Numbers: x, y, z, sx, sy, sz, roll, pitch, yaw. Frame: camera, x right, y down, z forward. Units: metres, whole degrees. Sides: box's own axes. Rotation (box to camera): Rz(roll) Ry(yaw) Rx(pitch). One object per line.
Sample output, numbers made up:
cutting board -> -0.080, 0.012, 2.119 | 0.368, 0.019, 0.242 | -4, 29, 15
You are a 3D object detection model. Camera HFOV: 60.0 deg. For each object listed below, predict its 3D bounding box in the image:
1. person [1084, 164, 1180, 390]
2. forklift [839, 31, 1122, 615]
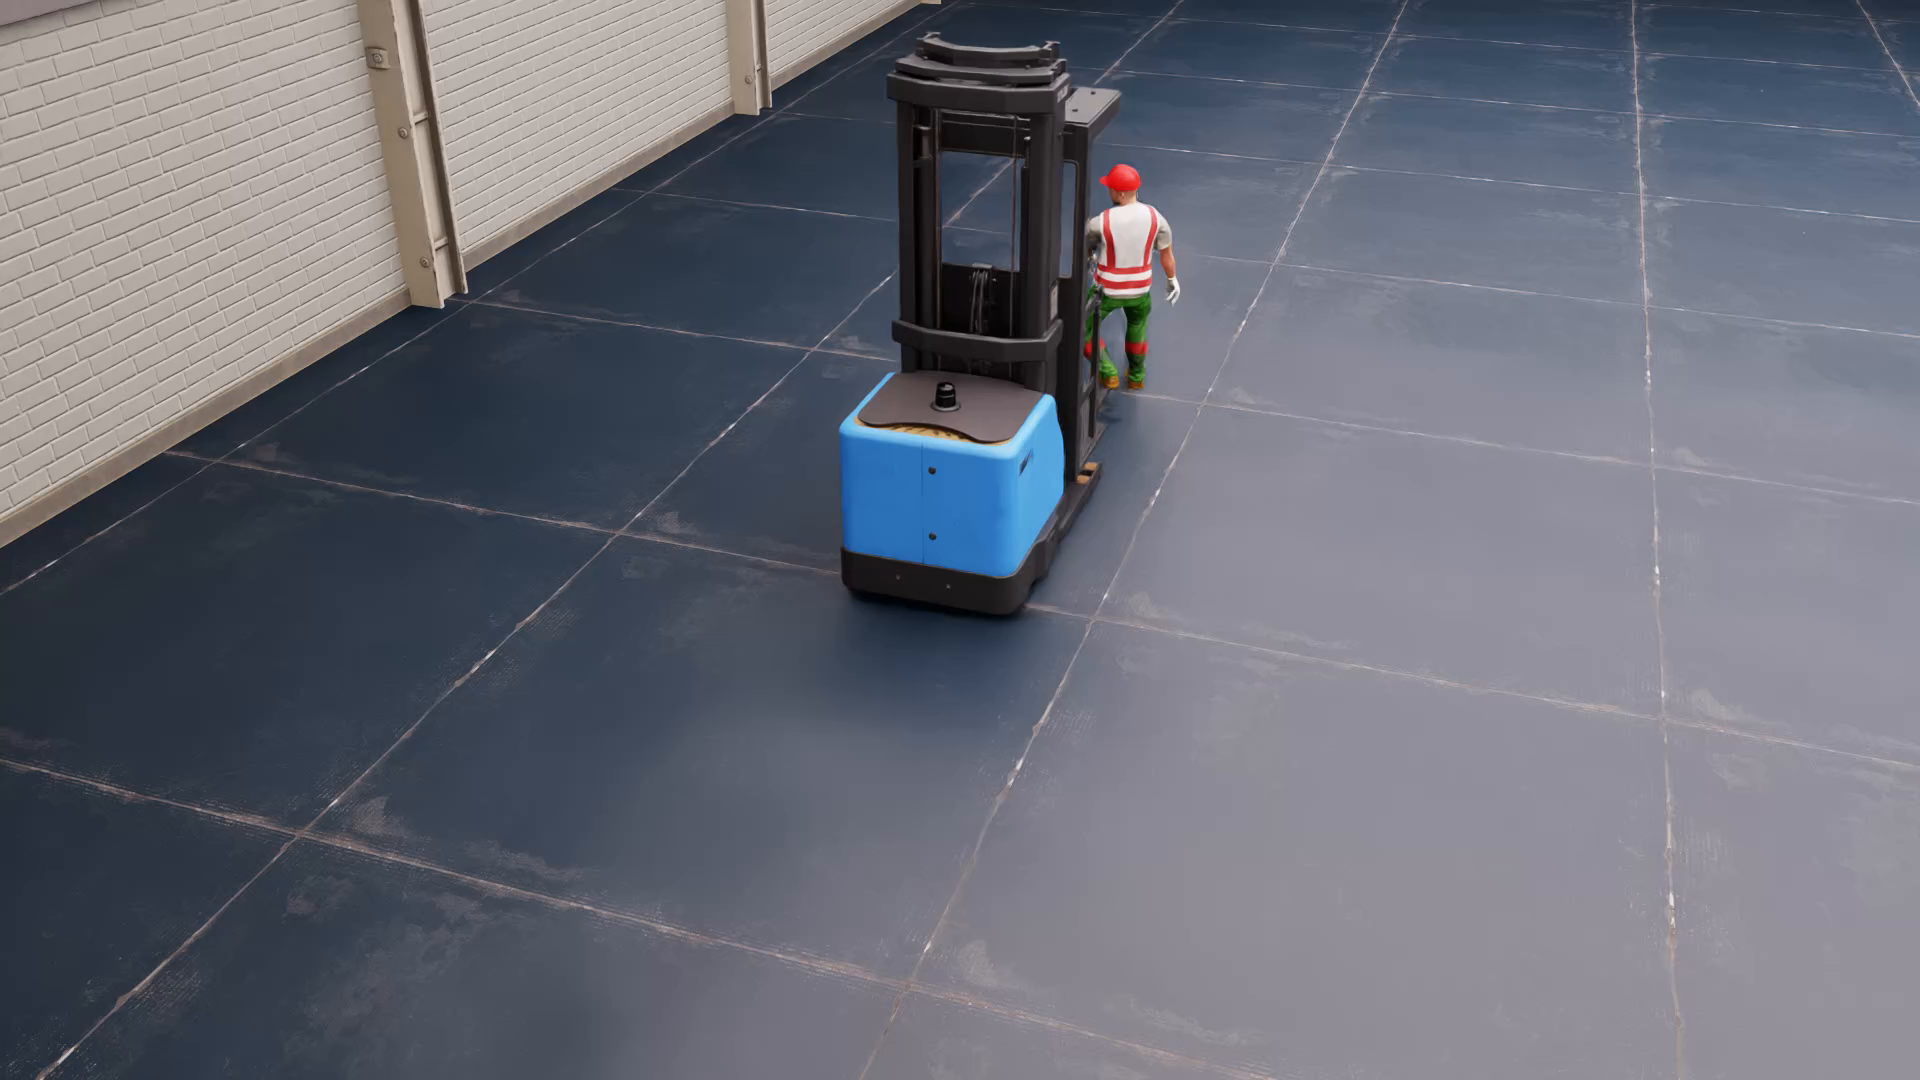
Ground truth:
person -> 1.159, -1.778, 11.494 | 0.719, 1.722, 0.720 | -8, 31, -14
forklift -> 0.283, -1.575, 9.900 | 1.130, 2.935, 3.031 | 10, 31, 16
